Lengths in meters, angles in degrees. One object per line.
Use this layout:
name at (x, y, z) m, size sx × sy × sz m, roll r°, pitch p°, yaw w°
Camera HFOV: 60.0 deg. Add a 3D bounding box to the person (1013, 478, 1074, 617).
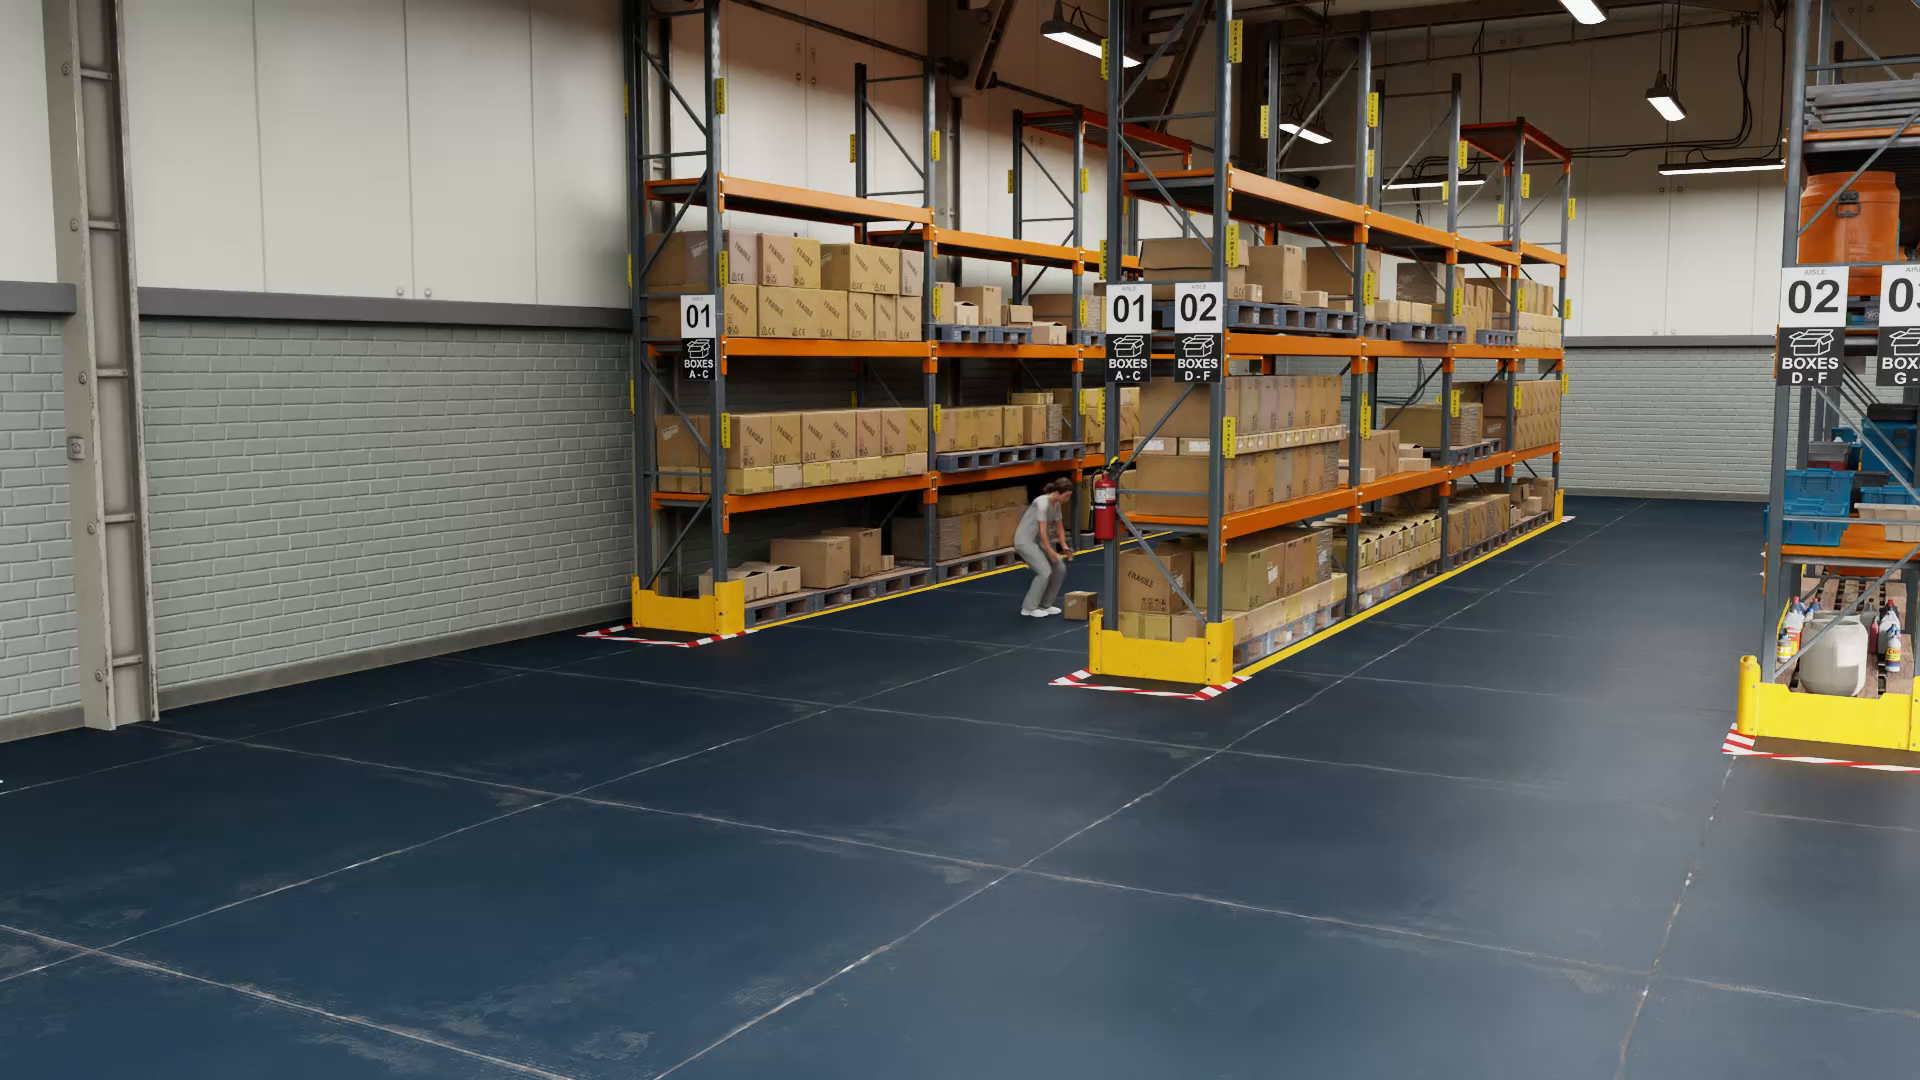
person at (0.871, 0.063, 16.998) m, size 0.616 × 1.417 × 0.490 m, roll 3°, pitch 7°, yaw 29°
